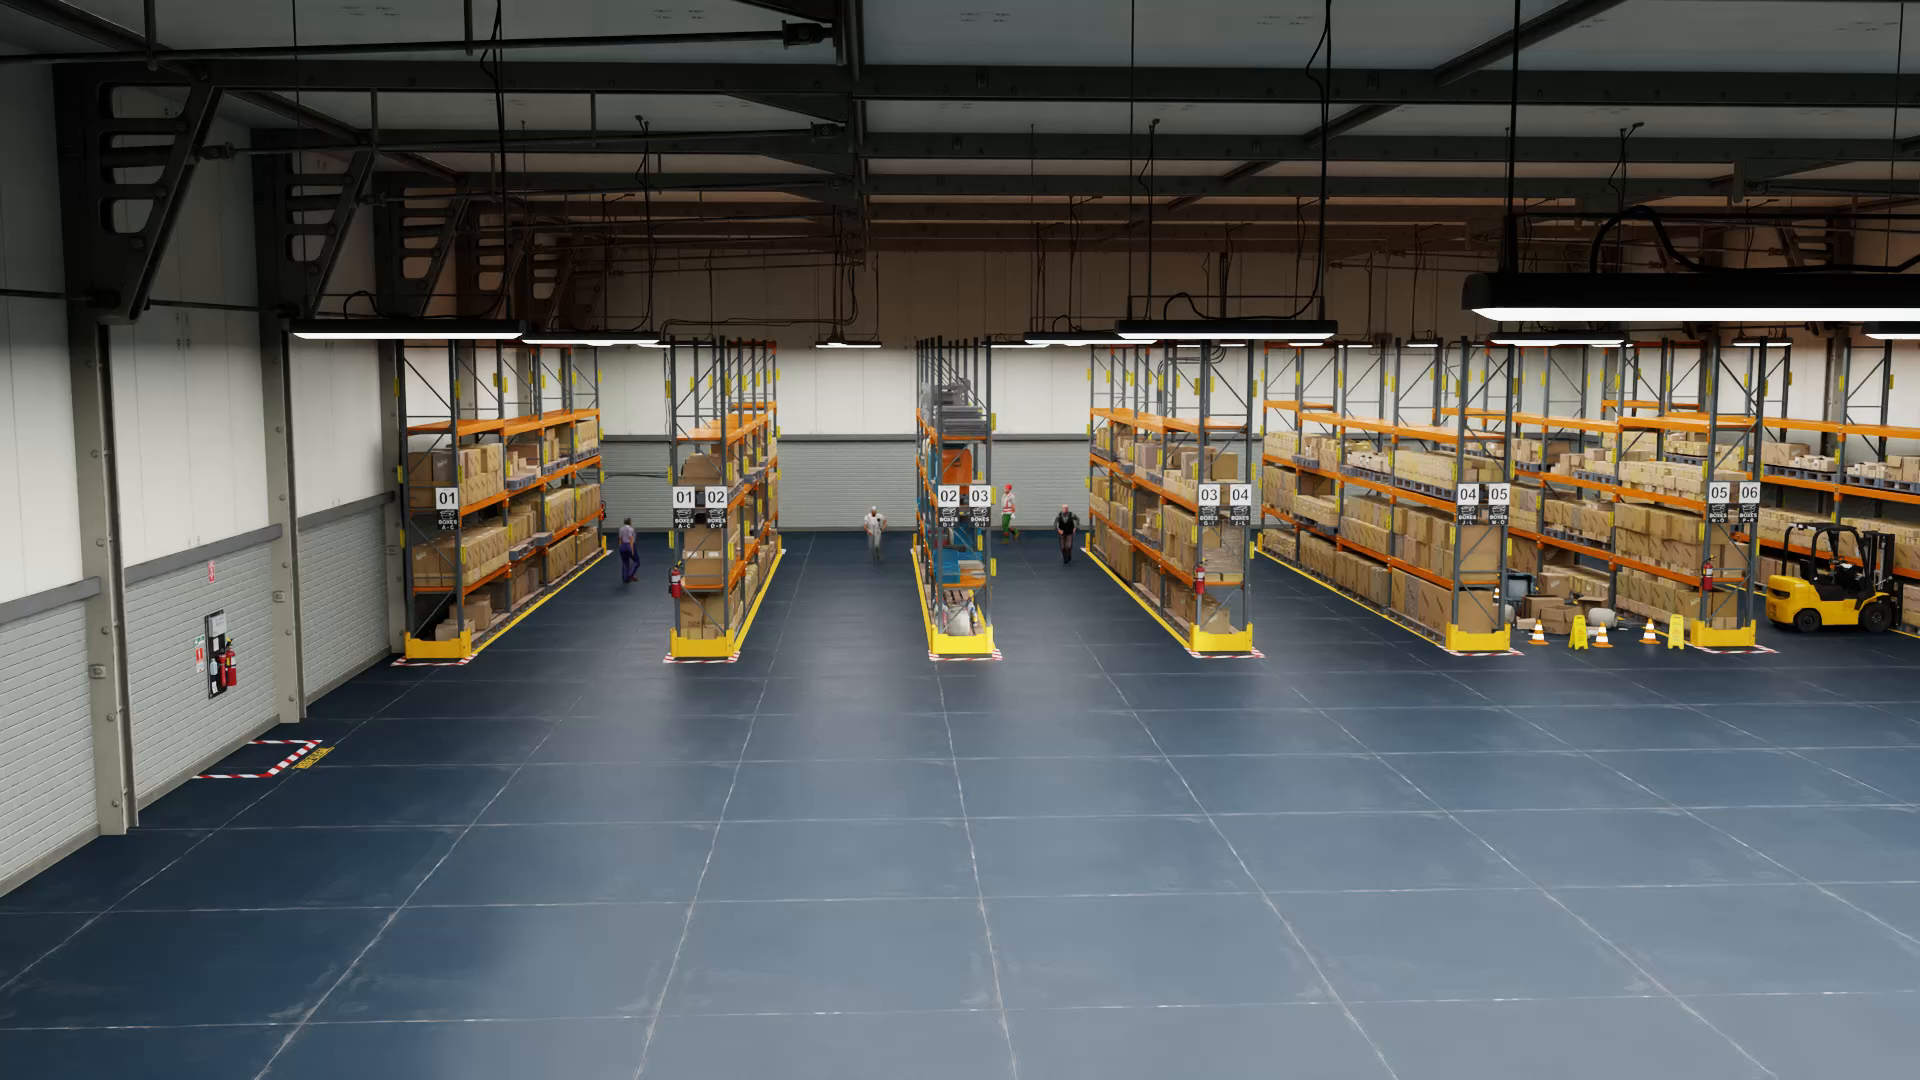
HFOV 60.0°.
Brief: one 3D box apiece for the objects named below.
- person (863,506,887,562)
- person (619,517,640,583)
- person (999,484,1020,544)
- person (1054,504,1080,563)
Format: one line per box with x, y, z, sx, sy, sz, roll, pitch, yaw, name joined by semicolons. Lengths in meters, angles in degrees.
-2.291;-0.155;44.905;0.608;1.572;0.757;1;7;9;person
-8.191;0.244;41.011;0.537;1.629;0.456;2;7;17;person
1.475;-0.780;49.415;0.711;1.770;0.514;-2;7;-17;person
2.877;-0.166;44.774;0.695;1.624;0.711;1;7;8;person
